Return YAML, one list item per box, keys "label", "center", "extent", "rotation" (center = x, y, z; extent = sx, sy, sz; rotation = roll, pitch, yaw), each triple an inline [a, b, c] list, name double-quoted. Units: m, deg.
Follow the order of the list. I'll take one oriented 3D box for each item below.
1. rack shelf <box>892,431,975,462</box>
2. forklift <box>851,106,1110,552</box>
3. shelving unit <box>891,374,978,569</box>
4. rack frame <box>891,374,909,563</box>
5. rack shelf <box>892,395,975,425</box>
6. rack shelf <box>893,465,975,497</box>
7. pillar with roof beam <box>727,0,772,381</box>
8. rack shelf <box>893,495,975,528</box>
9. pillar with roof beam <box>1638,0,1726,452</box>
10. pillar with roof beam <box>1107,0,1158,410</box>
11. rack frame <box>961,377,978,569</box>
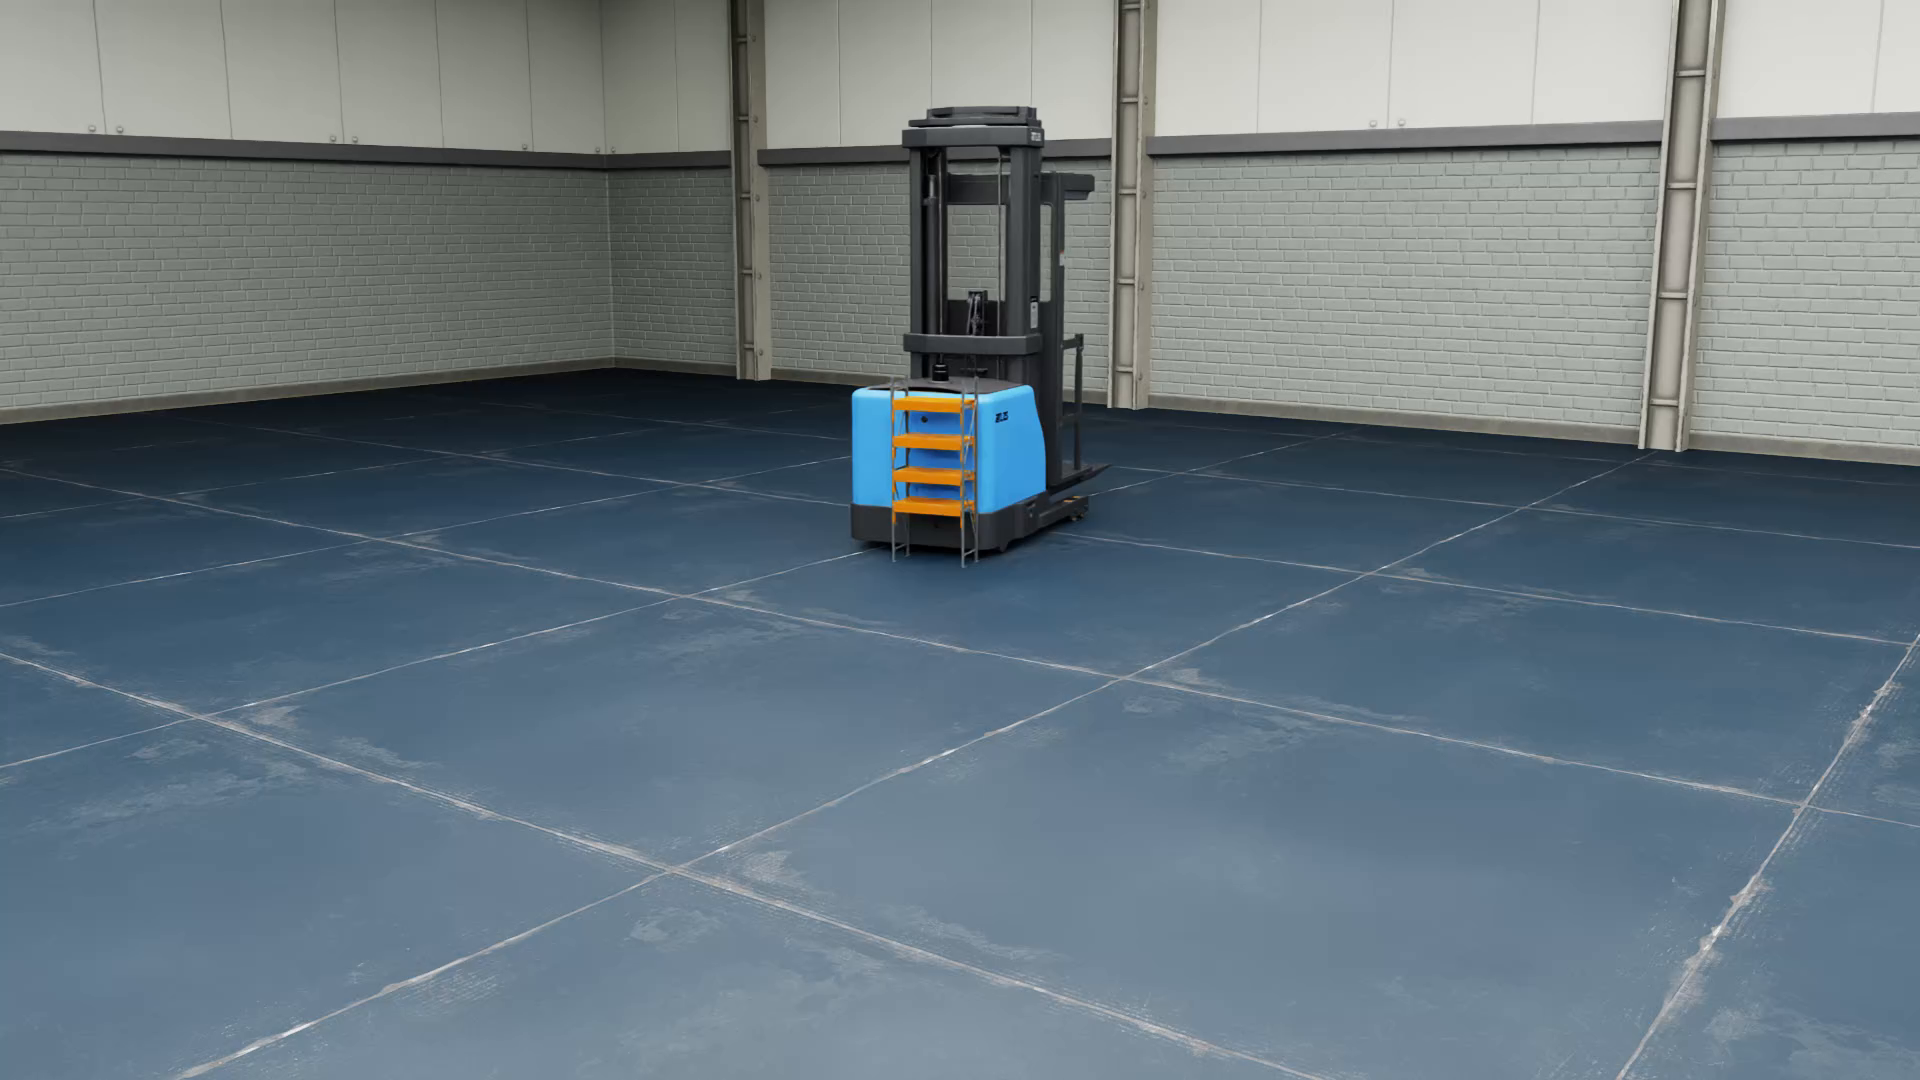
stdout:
- label: "rack shelf"
  center: [-0.163, -0.600, 10.649]
  extent: [0.480, 0.148, 0.258]
  rotation: [5, 12, 22]
- label: "forklift"
  center: [0.313, -1.601, 12.086]
  extent: [1.130, 2.935, 3.031]
  rotation: [5, 12, 23]
- label: "shelving unit"
  center: [-0.163, -0.446, 10.679]
  extent: [0.503, 1.200, 0.258]
  rotation: [5, 12, 22]
- label: "rack frame"
  center: [-0.388, -0.464, 10.772]
  extent: [0.015, 1.200, 0.240]
  rotation: [5, 12, 22]
- label: "rack shelf"
  center: [-0.163, -0.832, 10.604]
  extent: [0.480, 0.148, 0.258]
  rotation: [5, 12, 22]
- label: "rack shelf"
  center: [-0.163, -0.380, 10.691]
  extent: [0.480, 0.148, 0.258]
  rotation: [5, 12, 22]
- label: "pillar with roof beam"
  center: [-5.403, -5.996, 18.832]
  extent: [0.400, 9.000, 9.100]
  rotation: [8, 13, 36]
- label: "rack shelf"
  center: [-0.163, -0.185, 10.729]
  extent: [0.480, 0.148, 0.258]
  rotation: [5, 12, 22]
- label: "pillar with roof beam"
  center: [4.269, -4.647, 11.858]
  extent: [0.400, 9.000, 9.100]
  rotation: [8, 13, 36]
- label: "pillar with roof beam"
  center: [-0.567, -5.322, 15.345]
  extent: [0.400, 9.000, 9.100]
  rotation: [8, 13, 36]
- label: "rack frame"
  center: [0.062, -0.428, 10.585]
  extent: [0.015, 1.200, 0.240]
  rotation: [5, 12, 22]
